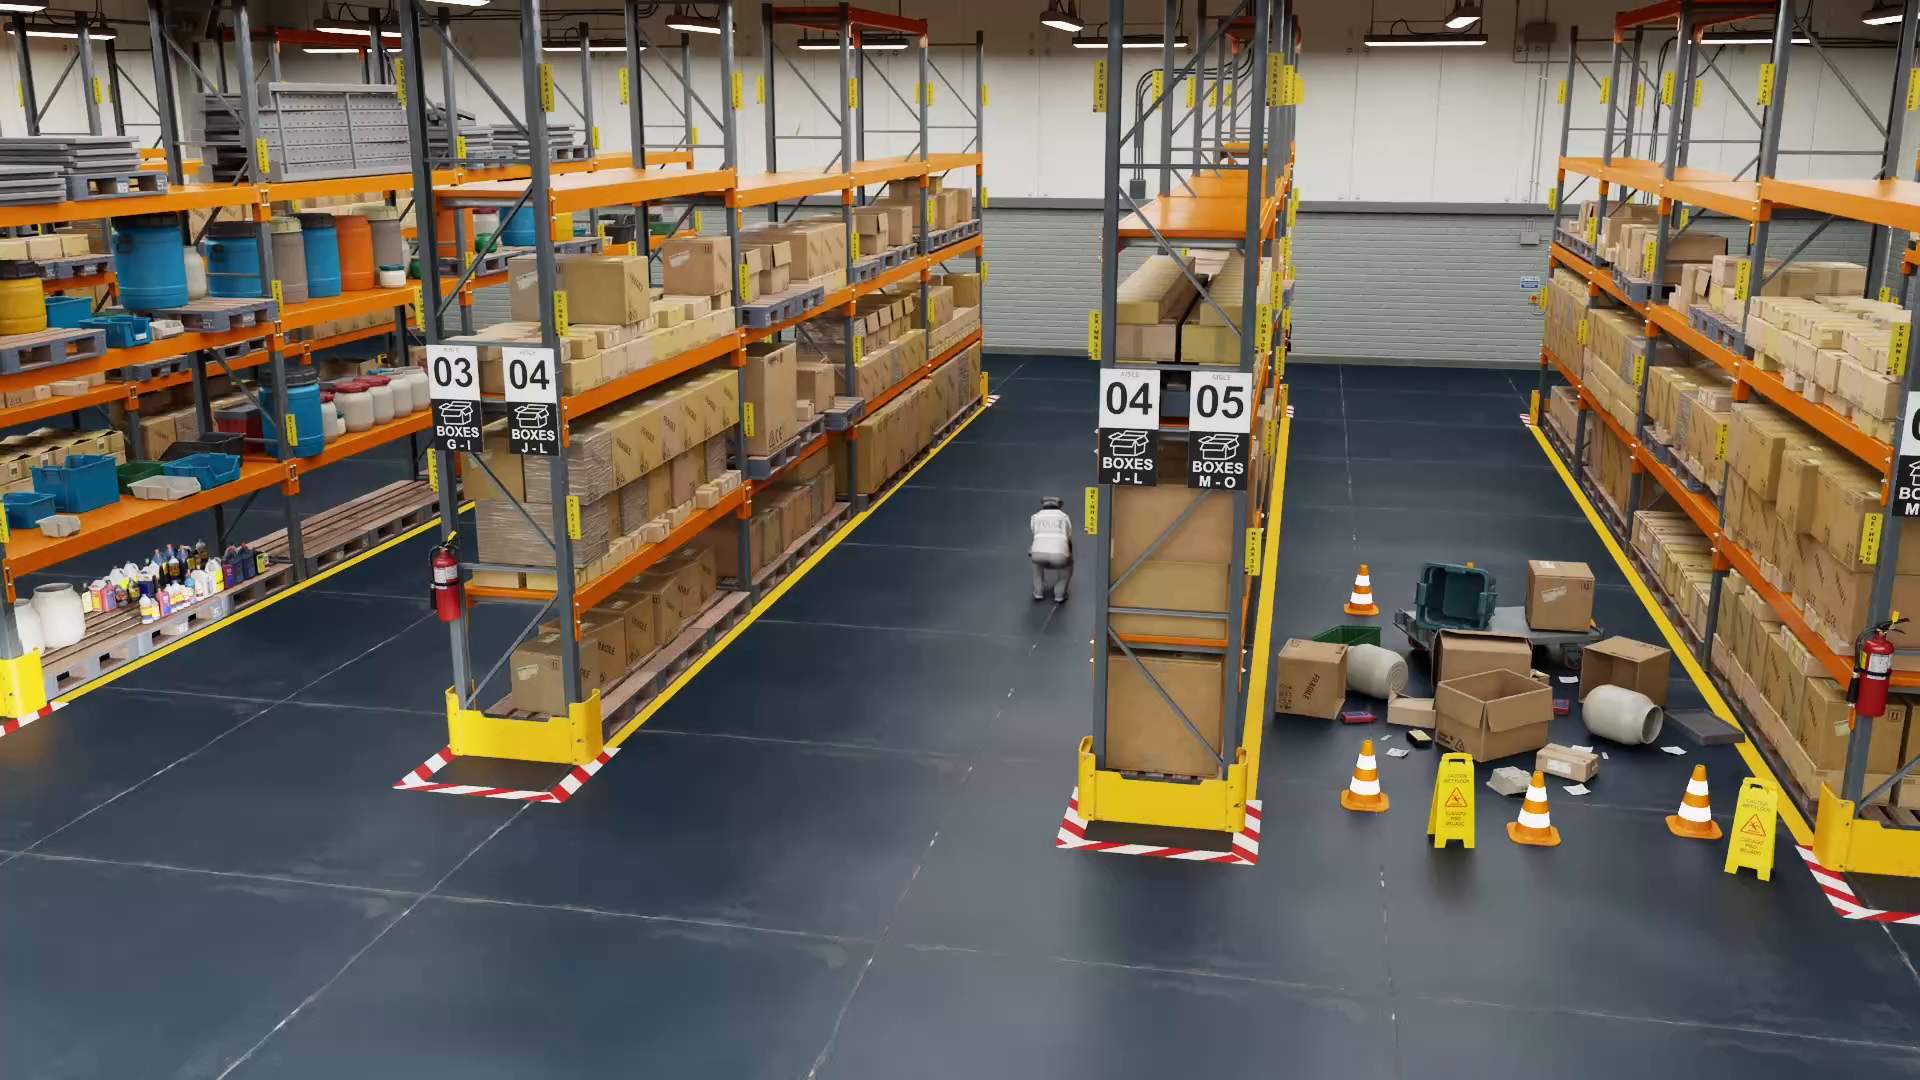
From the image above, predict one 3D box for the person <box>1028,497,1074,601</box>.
[{"bbox_3d":[0.937,0.092,17.033,0.456,0.977,0.874,3,15,10],"label":"person"}]
